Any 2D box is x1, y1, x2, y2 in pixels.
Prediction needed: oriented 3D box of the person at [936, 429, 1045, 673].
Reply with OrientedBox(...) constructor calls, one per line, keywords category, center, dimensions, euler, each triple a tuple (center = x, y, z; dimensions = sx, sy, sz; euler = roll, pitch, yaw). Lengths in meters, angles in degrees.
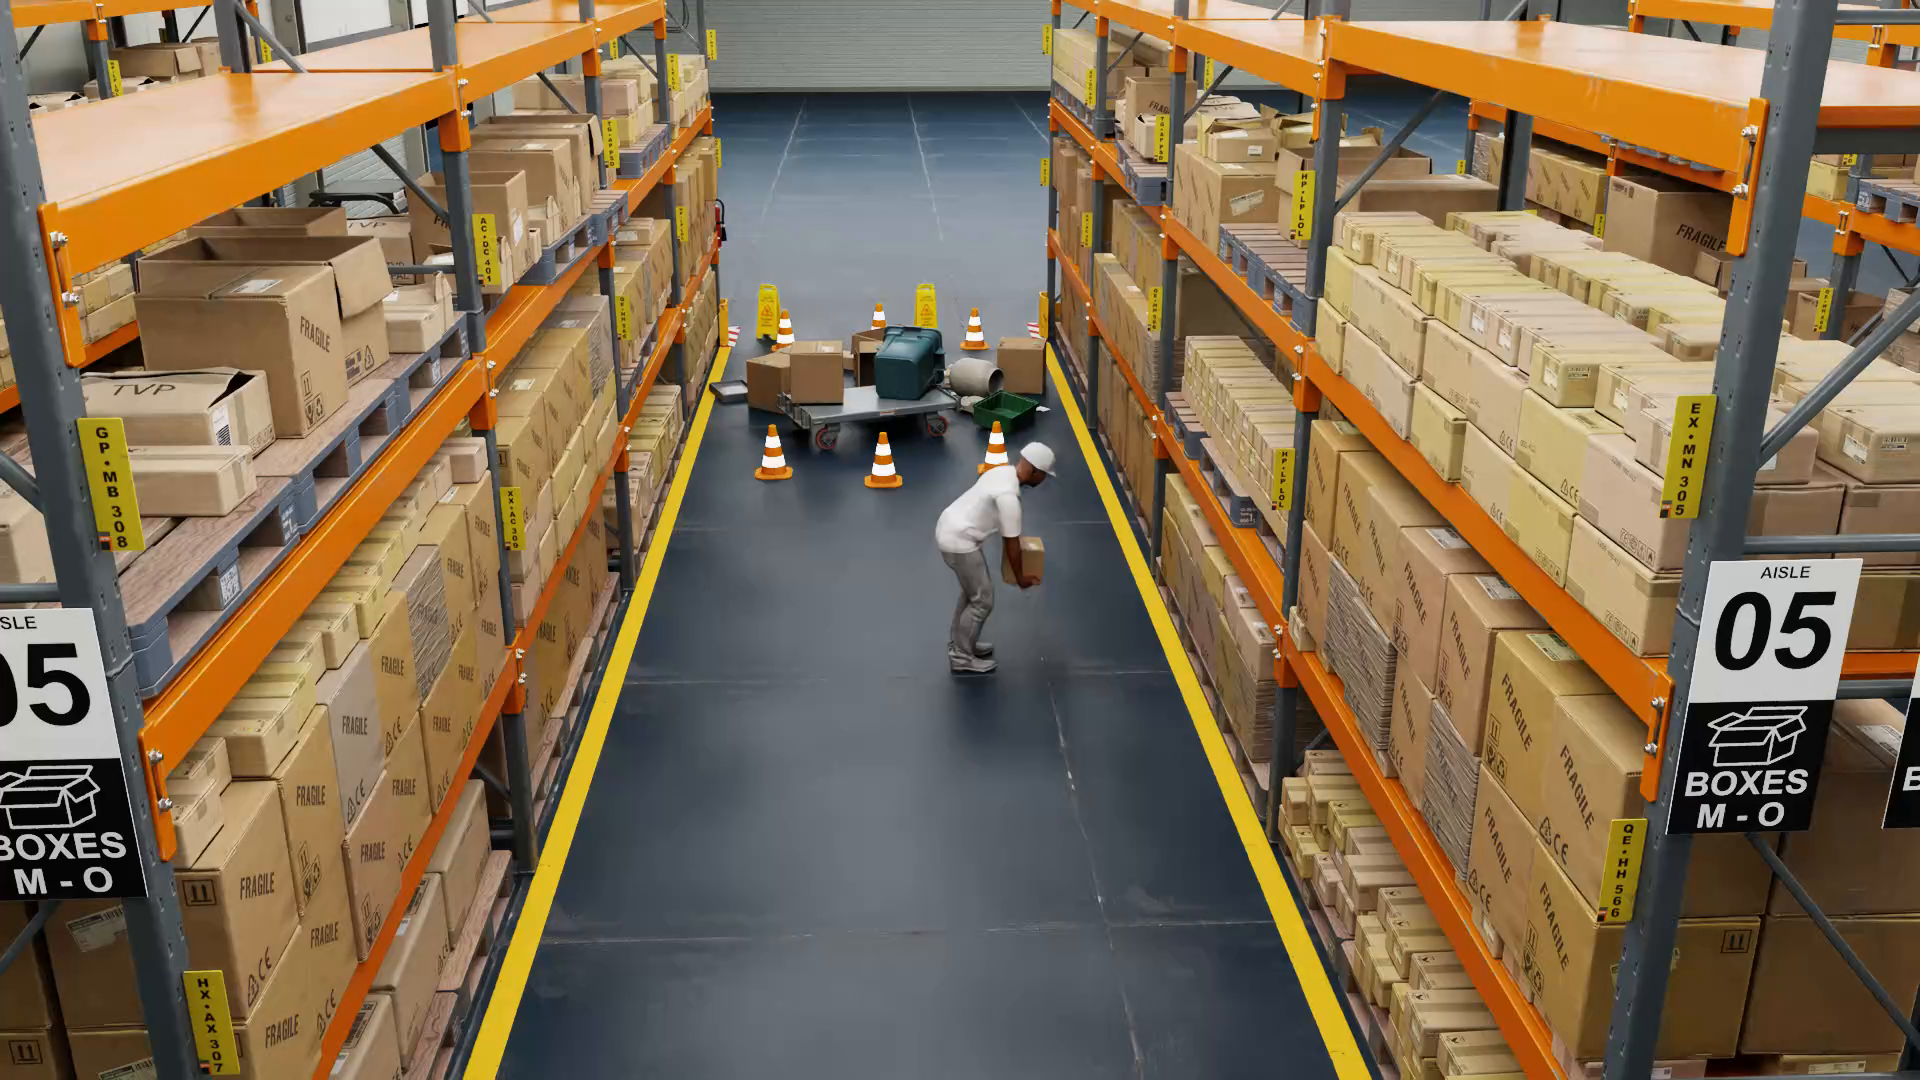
OrientedBox(category="person", center=(0.201, 0.055, 11.085), dimensions=(0.719, 1.632, 0.490), euler=(-2, 20, -4))
